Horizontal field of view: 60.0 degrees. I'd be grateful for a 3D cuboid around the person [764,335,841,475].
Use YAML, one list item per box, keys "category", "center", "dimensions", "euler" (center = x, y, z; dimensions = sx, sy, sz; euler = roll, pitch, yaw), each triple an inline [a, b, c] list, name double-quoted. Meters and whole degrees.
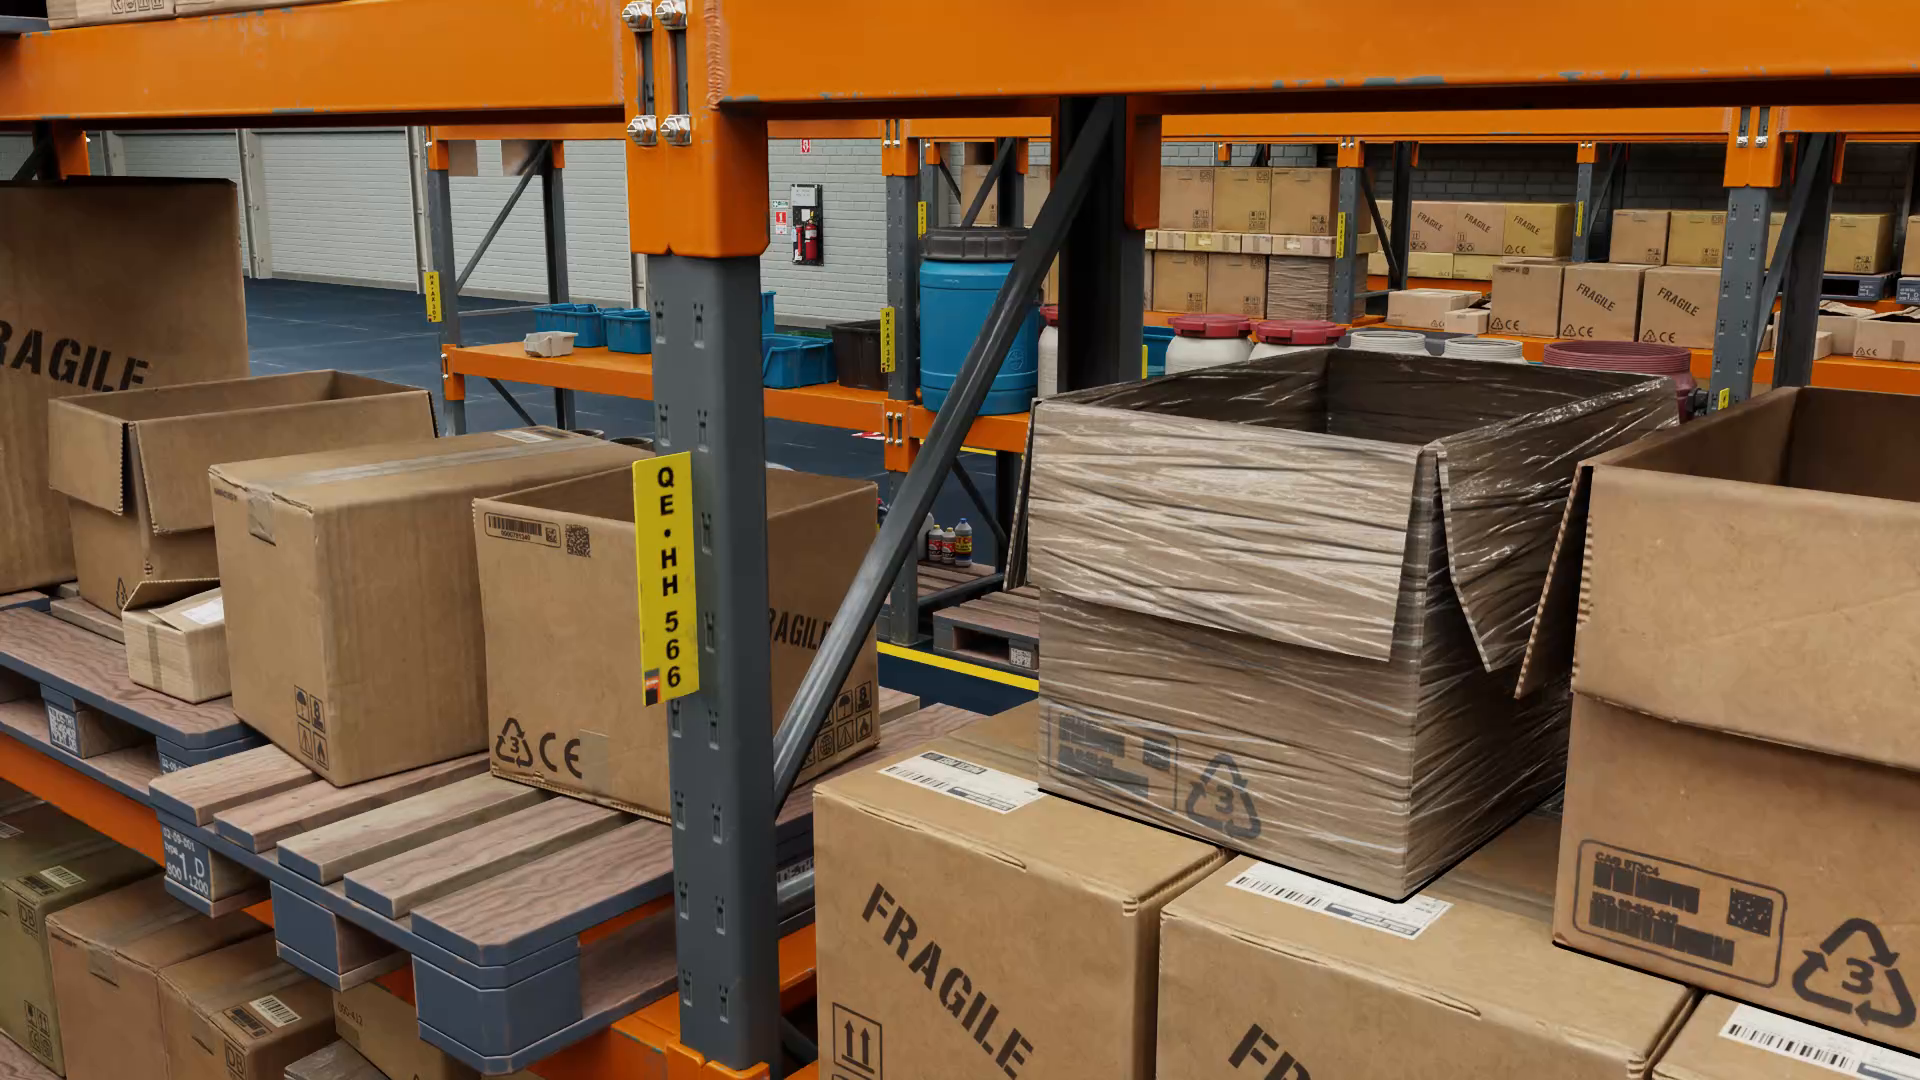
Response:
- category: "person"
  center: [-0.855, -0.057, 7.679]
  dimensions: [0.494, 1.766, 0.569]
  euler: [11, 17, 39]
